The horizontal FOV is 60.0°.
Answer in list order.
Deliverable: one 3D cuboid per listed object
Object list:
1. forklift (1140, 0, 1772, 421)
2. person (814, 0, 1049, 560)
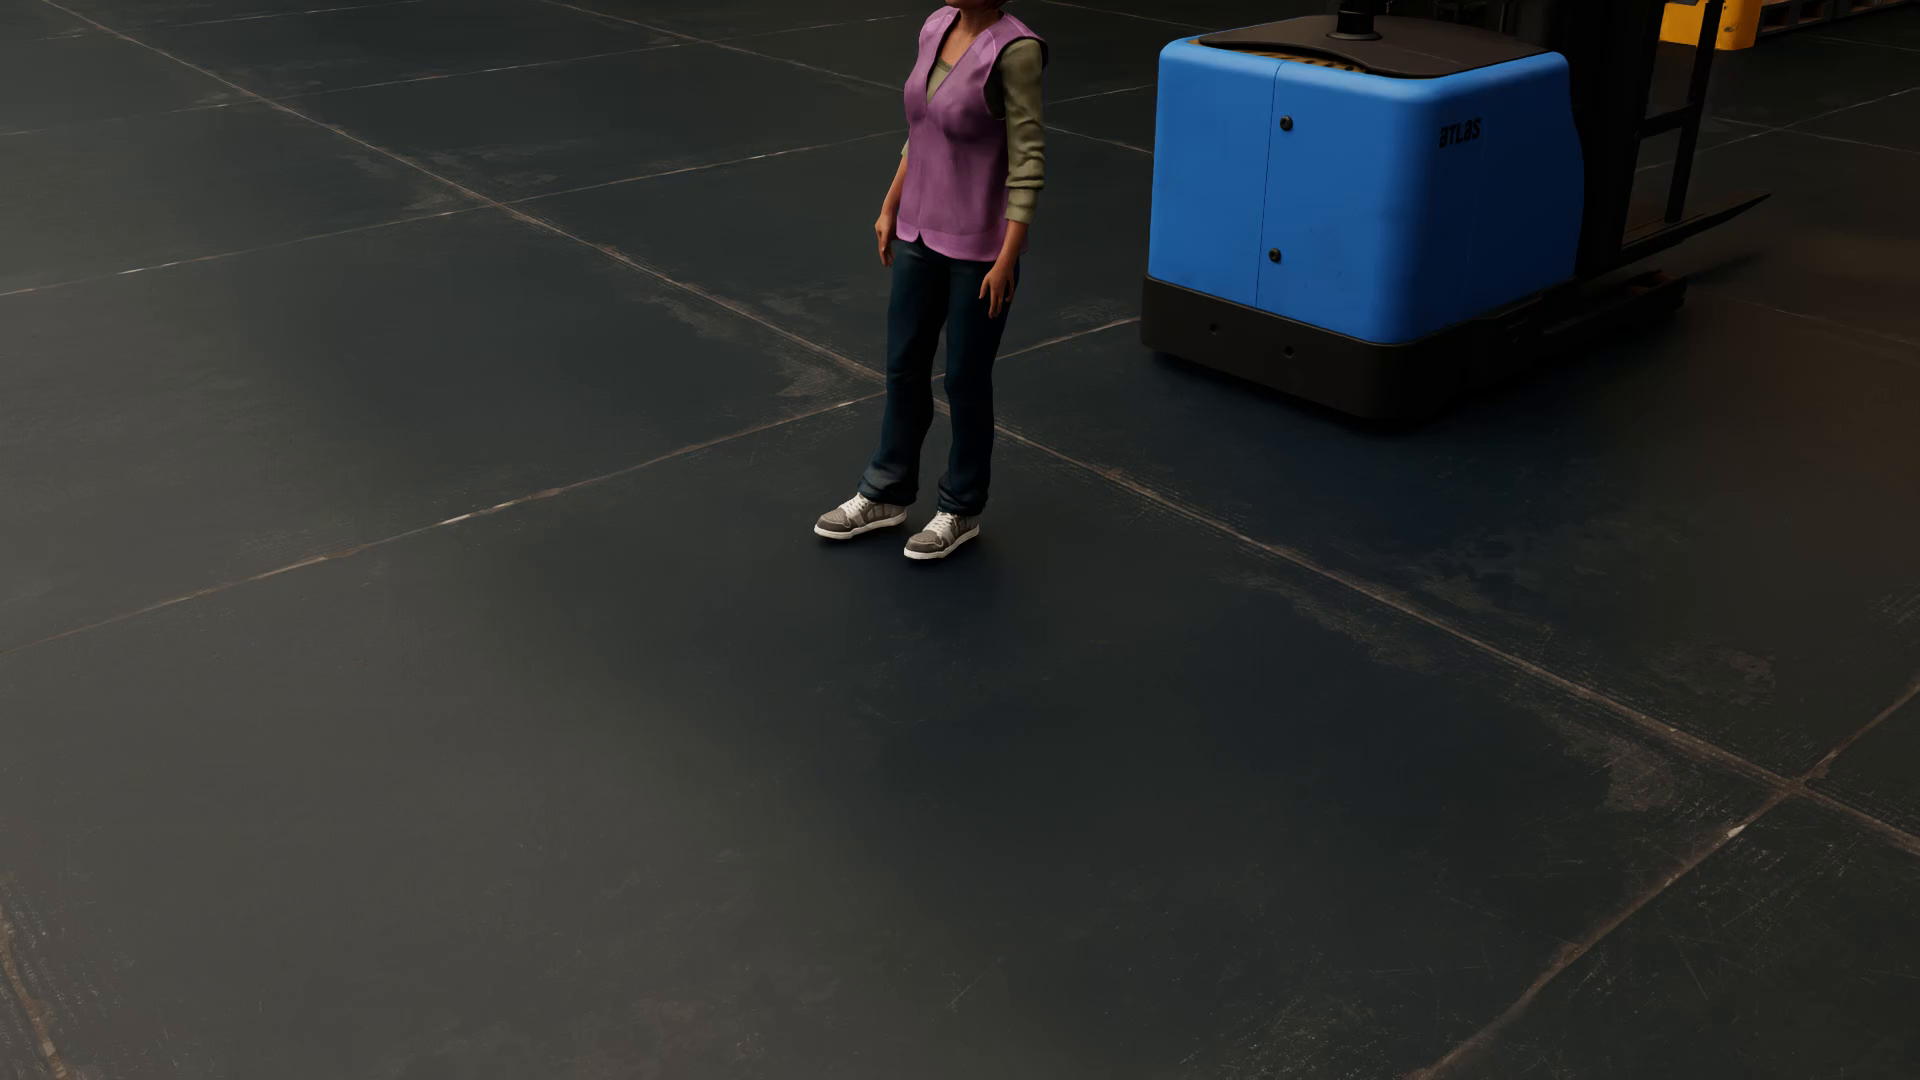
[{"bbox_3d":[2.045,-2.222,5.681,3.031,2.935,1.130,-22,34,-37],"label":"forklift"},{"bbox_3d":[-0.066,-0.706,4.110,0.473,1.599,0.520,-20,33,-35],"label":"person"}]
